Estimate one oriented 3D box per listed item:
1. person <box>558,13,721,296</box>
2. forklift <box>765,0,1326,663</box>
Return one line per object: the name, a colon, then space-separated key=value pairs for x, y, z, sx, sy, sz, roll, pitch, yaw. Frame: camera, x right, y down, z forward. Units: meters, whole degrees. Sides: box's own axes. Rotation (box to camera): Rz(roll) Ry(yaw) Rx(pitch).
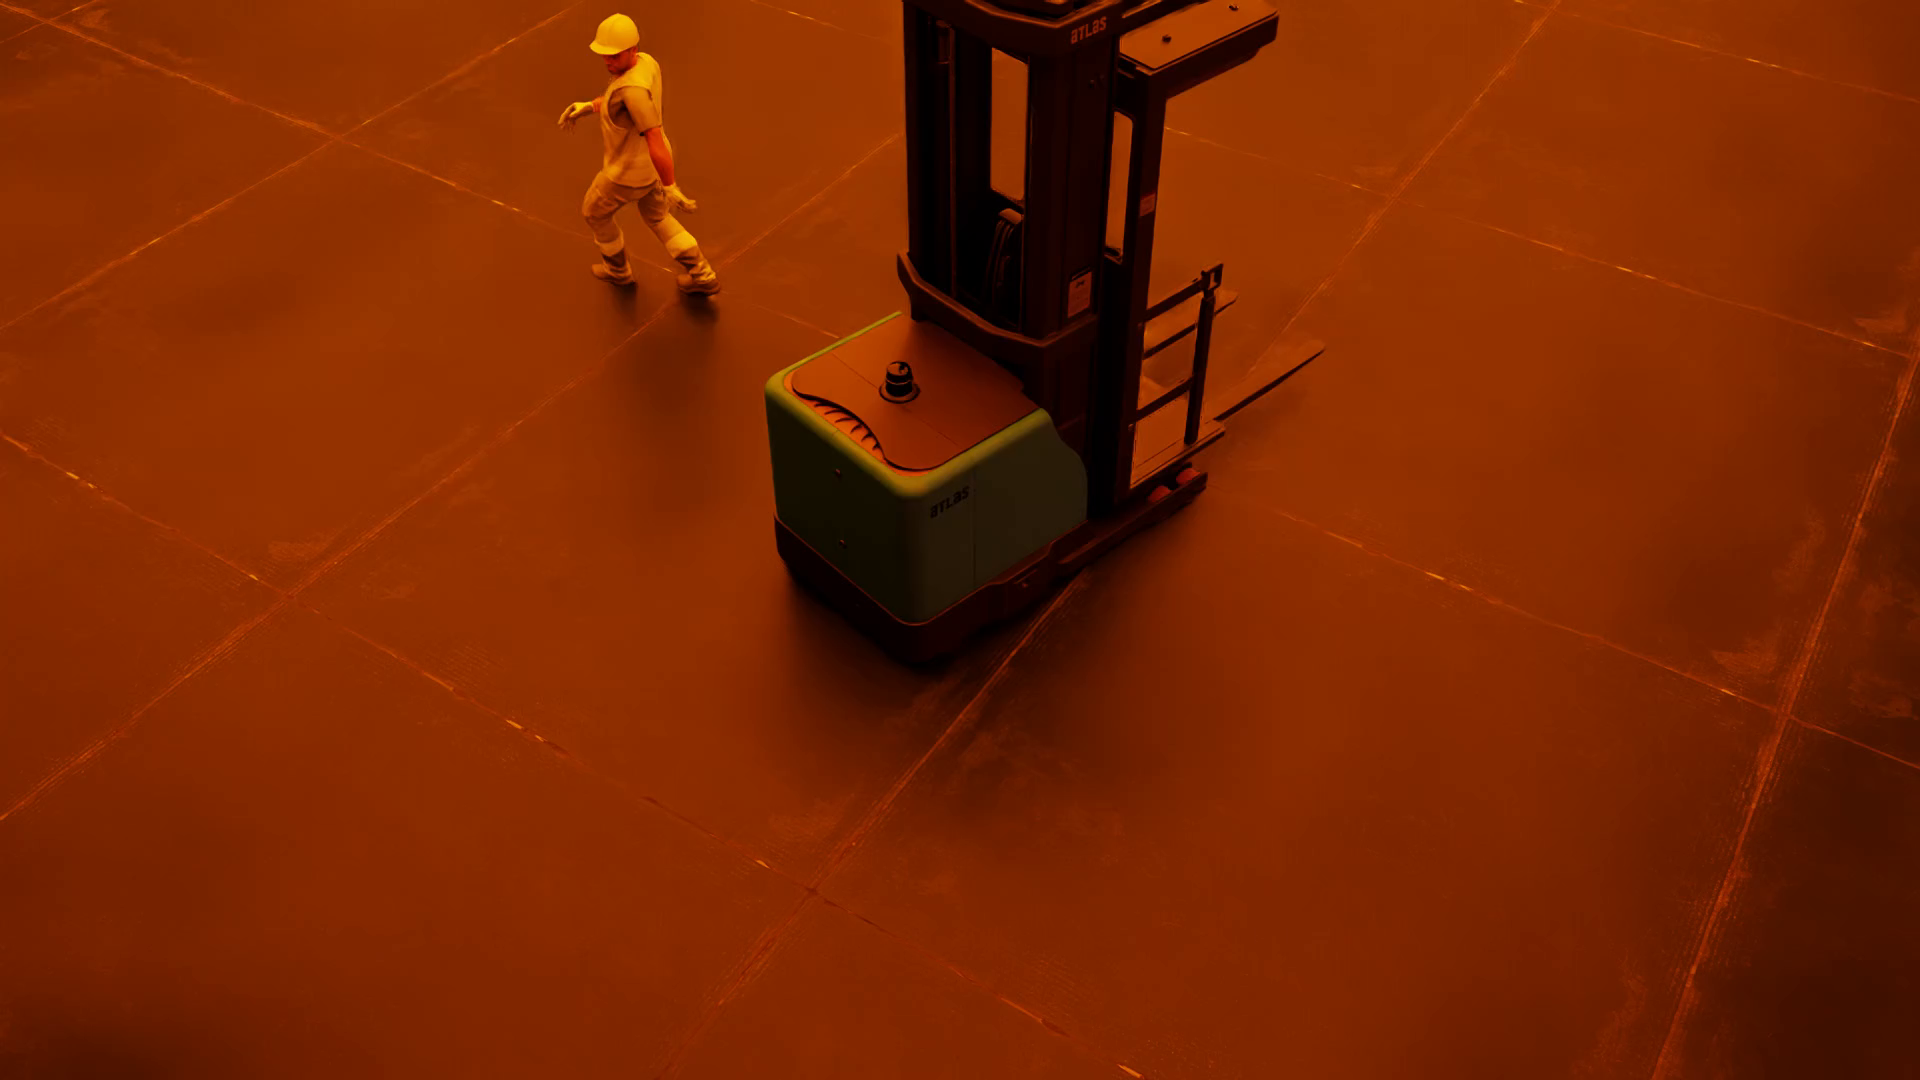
person: x=-1.730 y=-2.012 z=8.892 sx=0.933 sy=1.698 sz=0.569 roll=16 pitch=46 yaw=16
forklift: x=0.576 y=-1.404 z=7.329 sx=3.031 sy=2.935 sz=1.130 roll=-32 pitch=52 yaw=-29
